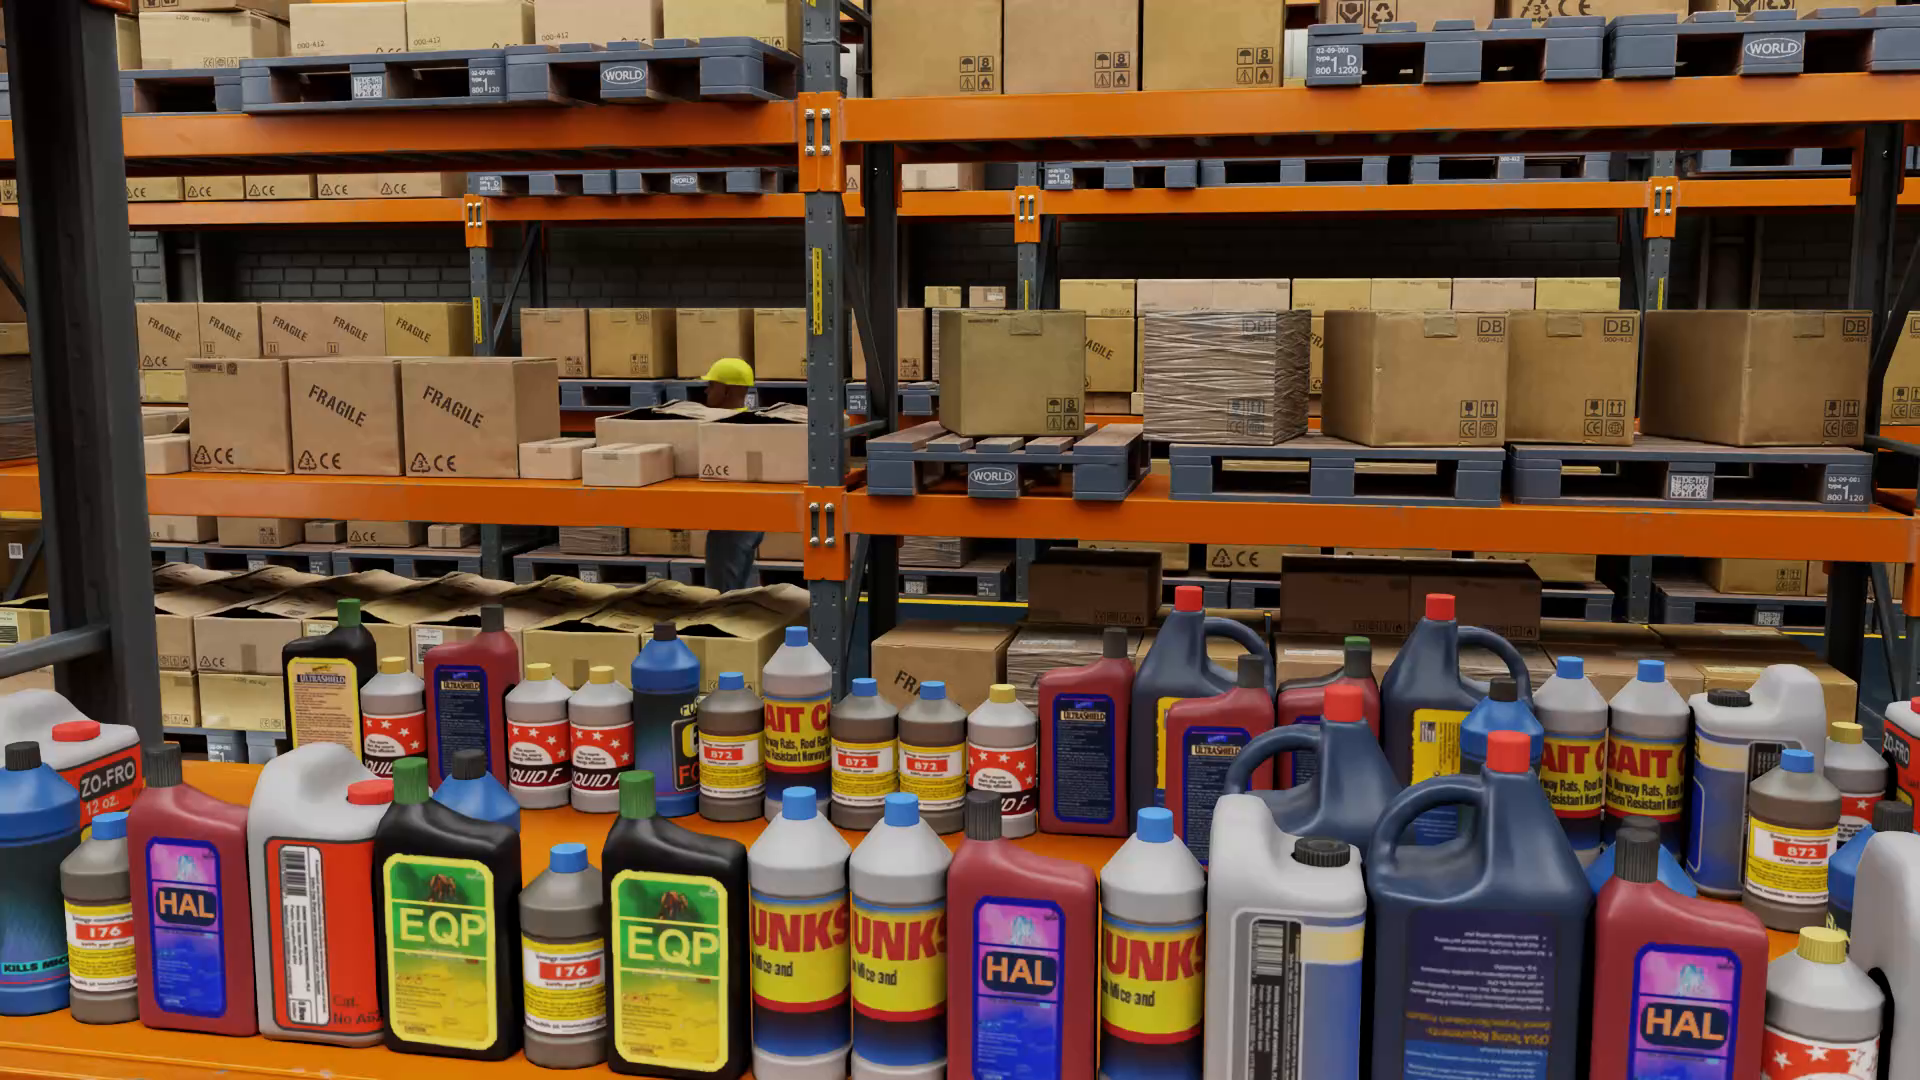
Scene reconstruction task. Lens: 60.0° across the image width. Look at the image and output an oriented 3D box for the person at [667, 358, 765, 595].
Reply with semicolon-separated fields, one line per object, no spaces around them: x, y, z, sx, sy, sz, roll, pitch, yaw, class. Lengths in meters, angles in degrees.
-1.292;-0.074;8.766;0.559;1.763;0.505;1;8;10;person
